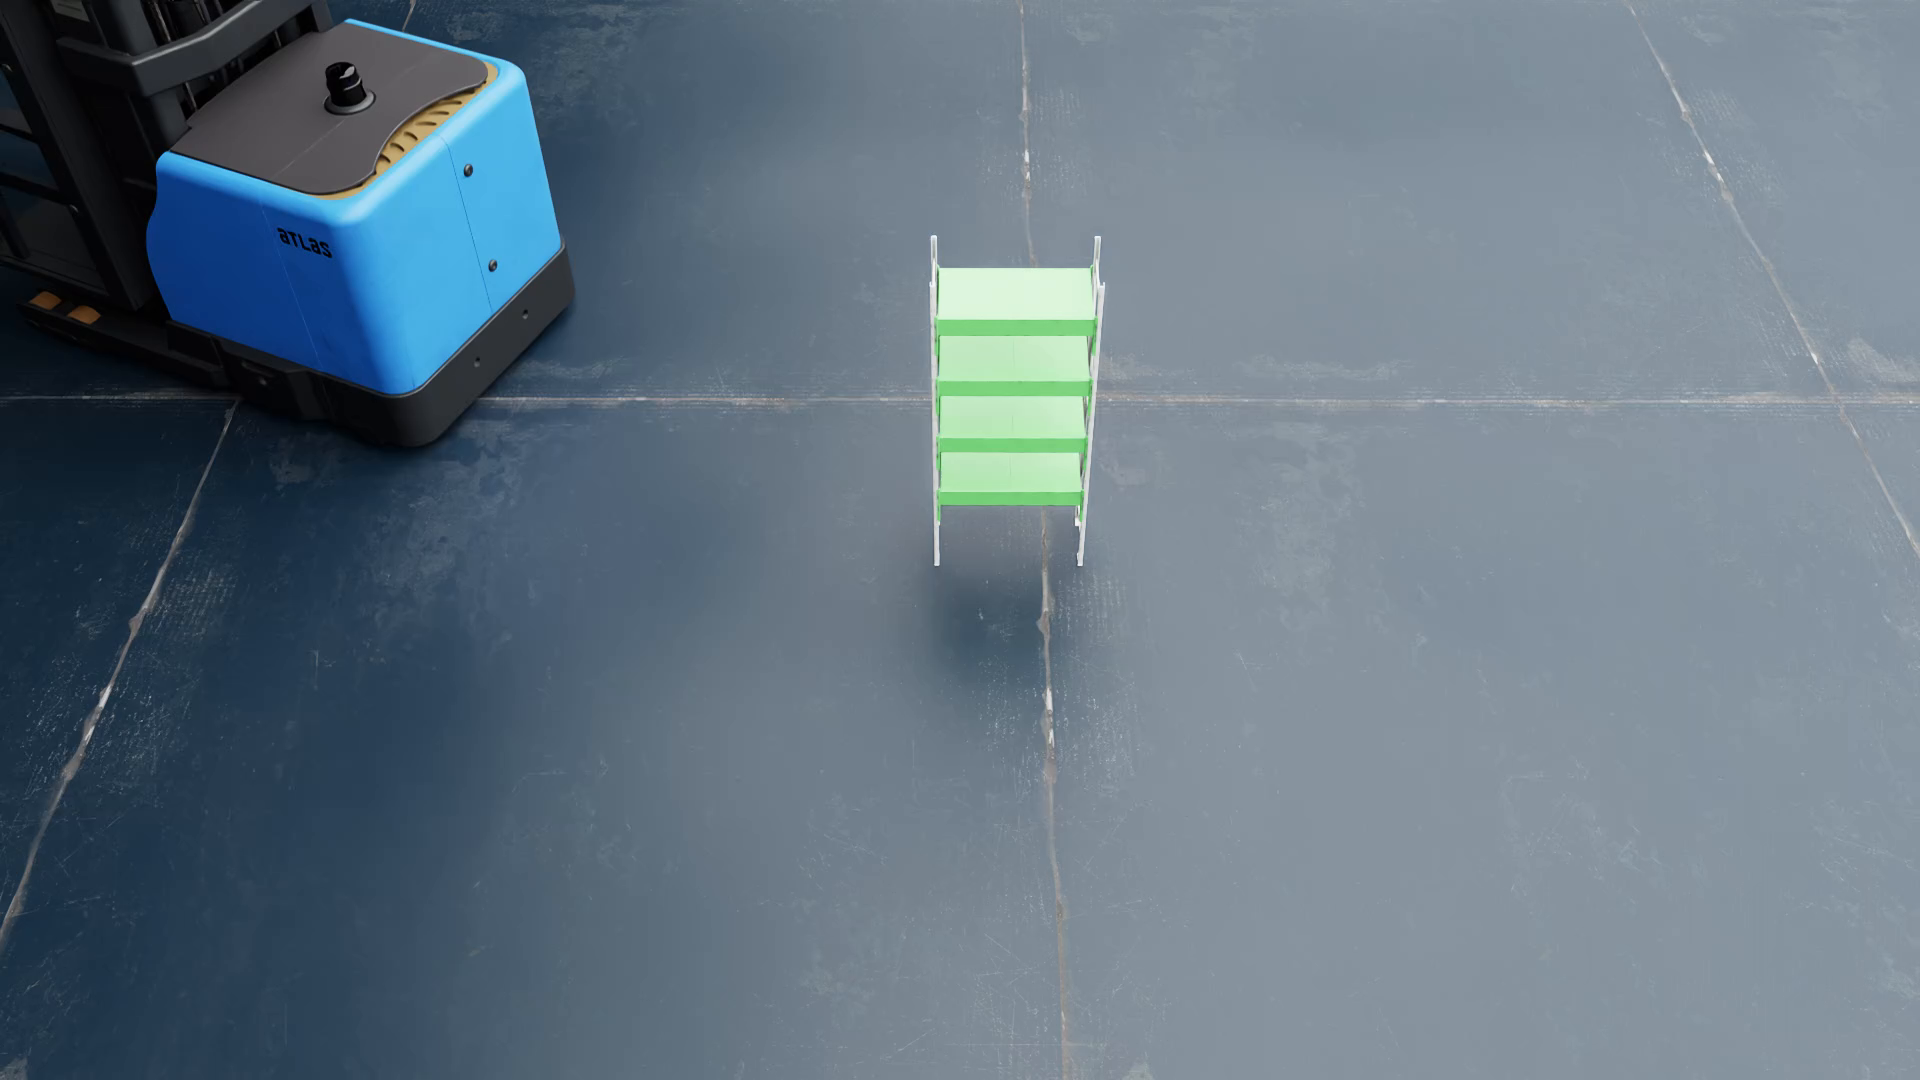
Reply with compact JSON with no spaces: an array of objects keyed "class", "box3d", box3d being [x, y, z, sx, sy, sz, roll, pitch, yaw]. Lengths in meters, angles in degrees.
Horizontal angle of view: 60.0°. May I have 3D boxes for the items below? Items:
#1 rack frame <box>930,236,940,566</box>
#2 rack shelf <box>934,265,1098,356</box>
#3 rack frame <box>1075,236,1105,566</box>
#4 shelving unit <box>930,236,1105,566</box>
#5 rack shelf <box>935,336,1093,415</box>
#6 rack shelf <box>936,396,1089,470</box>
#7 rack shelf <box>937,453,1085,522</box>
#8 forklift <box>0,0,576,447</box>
[{"class":"rack frame","box3d":[-0.078,-0.409,5.311,0.015,1.200,0.240,0,47,0]},{"class":"rack shelf","box3d":[0.166,-0.692,5.006,0.480,0.148,0.258,0,47,0]},{"class":"rack frame","box3d":[0.410,-0.408,5.310,0.015,1.200,0.240,0,47,0]},{"class":"shelving unit","box3d":[0.166,-0.408,5.310,0.503,1.200,0.258,0,47,0]},{"class":"rack shelf","box3d":[0.166,-0.528,5.181,0.480,0.148,0.258,0,47,0]},{"class":"rack shelf","box3d":[0.166,-0.365,5.357,0.480,0.148,0.258,0,47,0]},{"class":"rack shelf","box3d":[0.166,-0.201,5.533,0.480,0.148,0.258,0,47,0]},{"class":"forklift","box3d":[-3.075,-2.070,5.674,3.031,2.935,1.130,19,50,17]}]
